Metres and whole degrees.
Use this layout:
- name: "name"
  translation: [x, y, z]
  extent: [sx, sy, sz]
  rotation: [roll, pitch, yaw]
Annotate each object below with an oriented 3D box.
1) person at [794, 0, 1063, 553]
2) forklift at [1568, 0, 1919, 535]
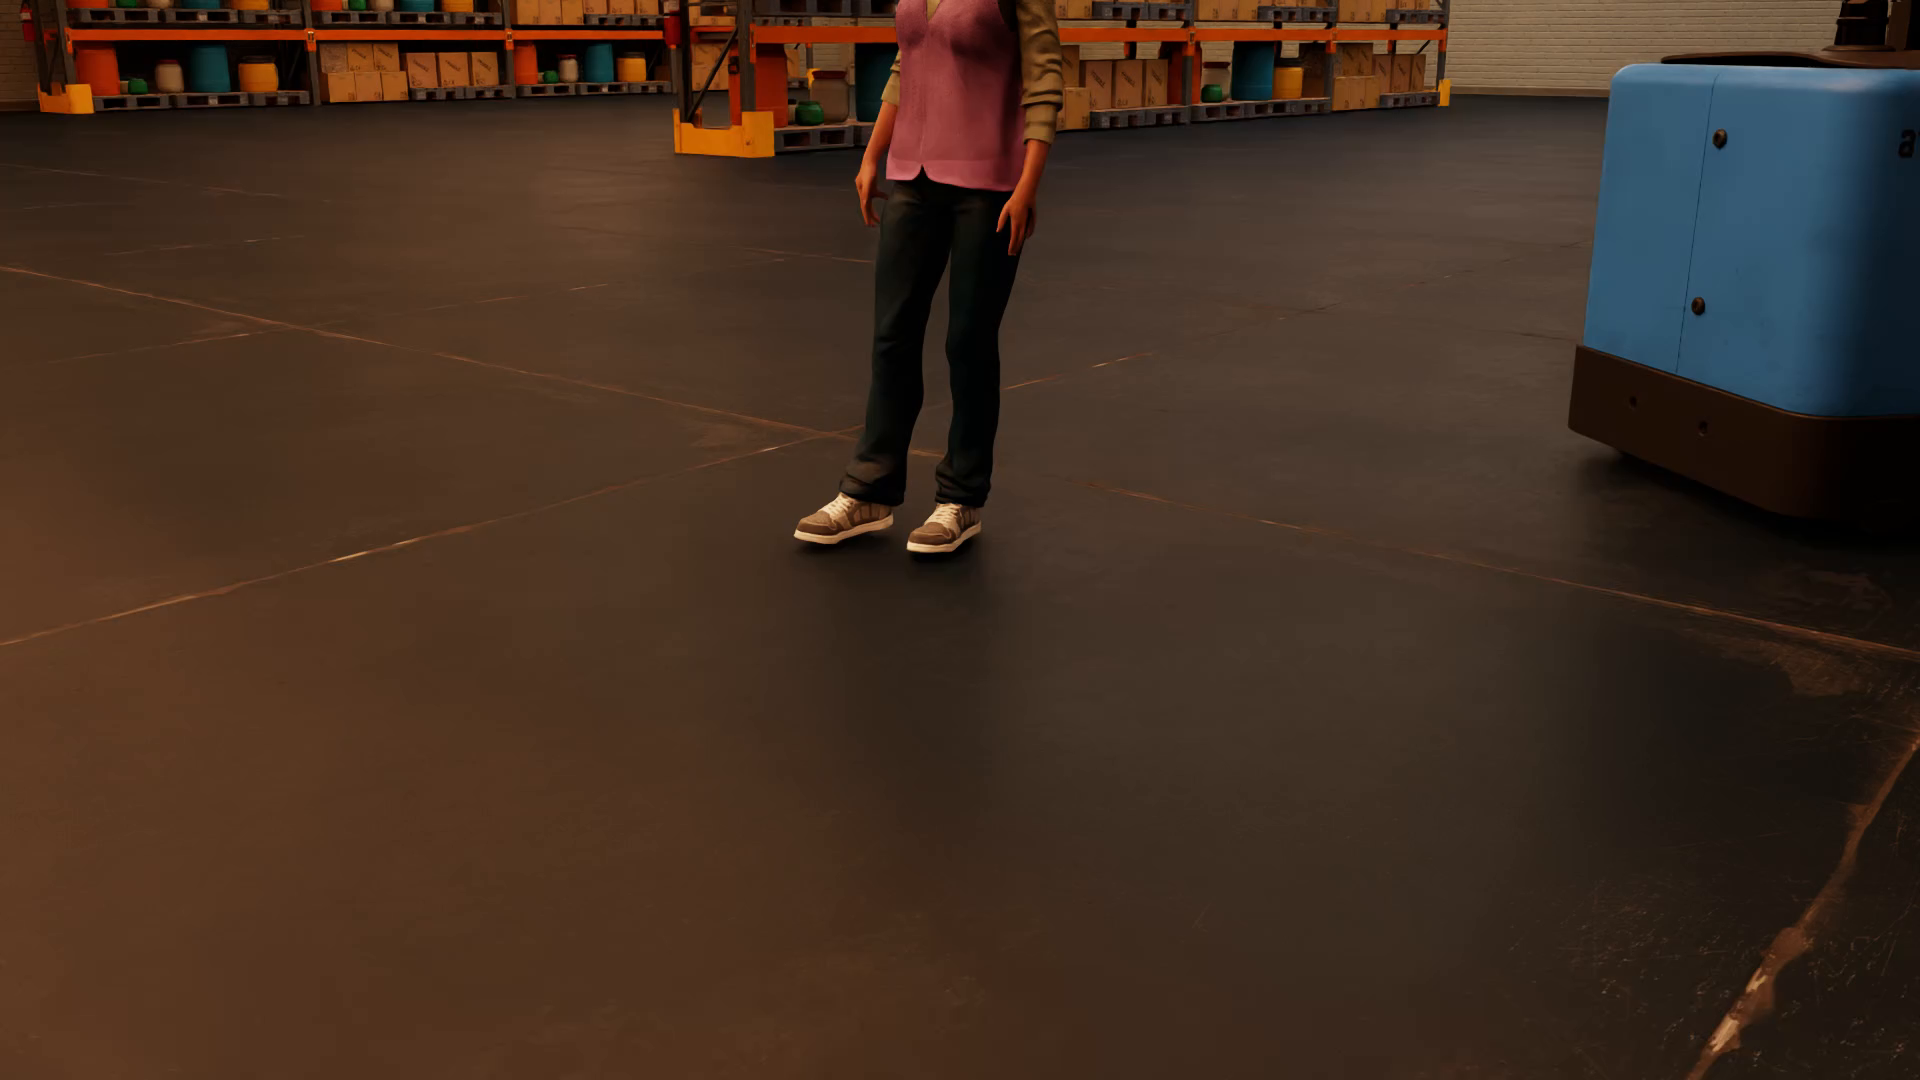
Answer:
- name: "person"
  translation: [-0.058, -0.748, 3.664]
  extent: [0.521, 1.580, 0.473]
  rotation: [13, 21, 37]
- name: "forklift"
  translation: [3.304, -1.609, 4.197]
  extent: [3.031, 2.935, 1.130]
  rotation: [-3, 17, -11]
